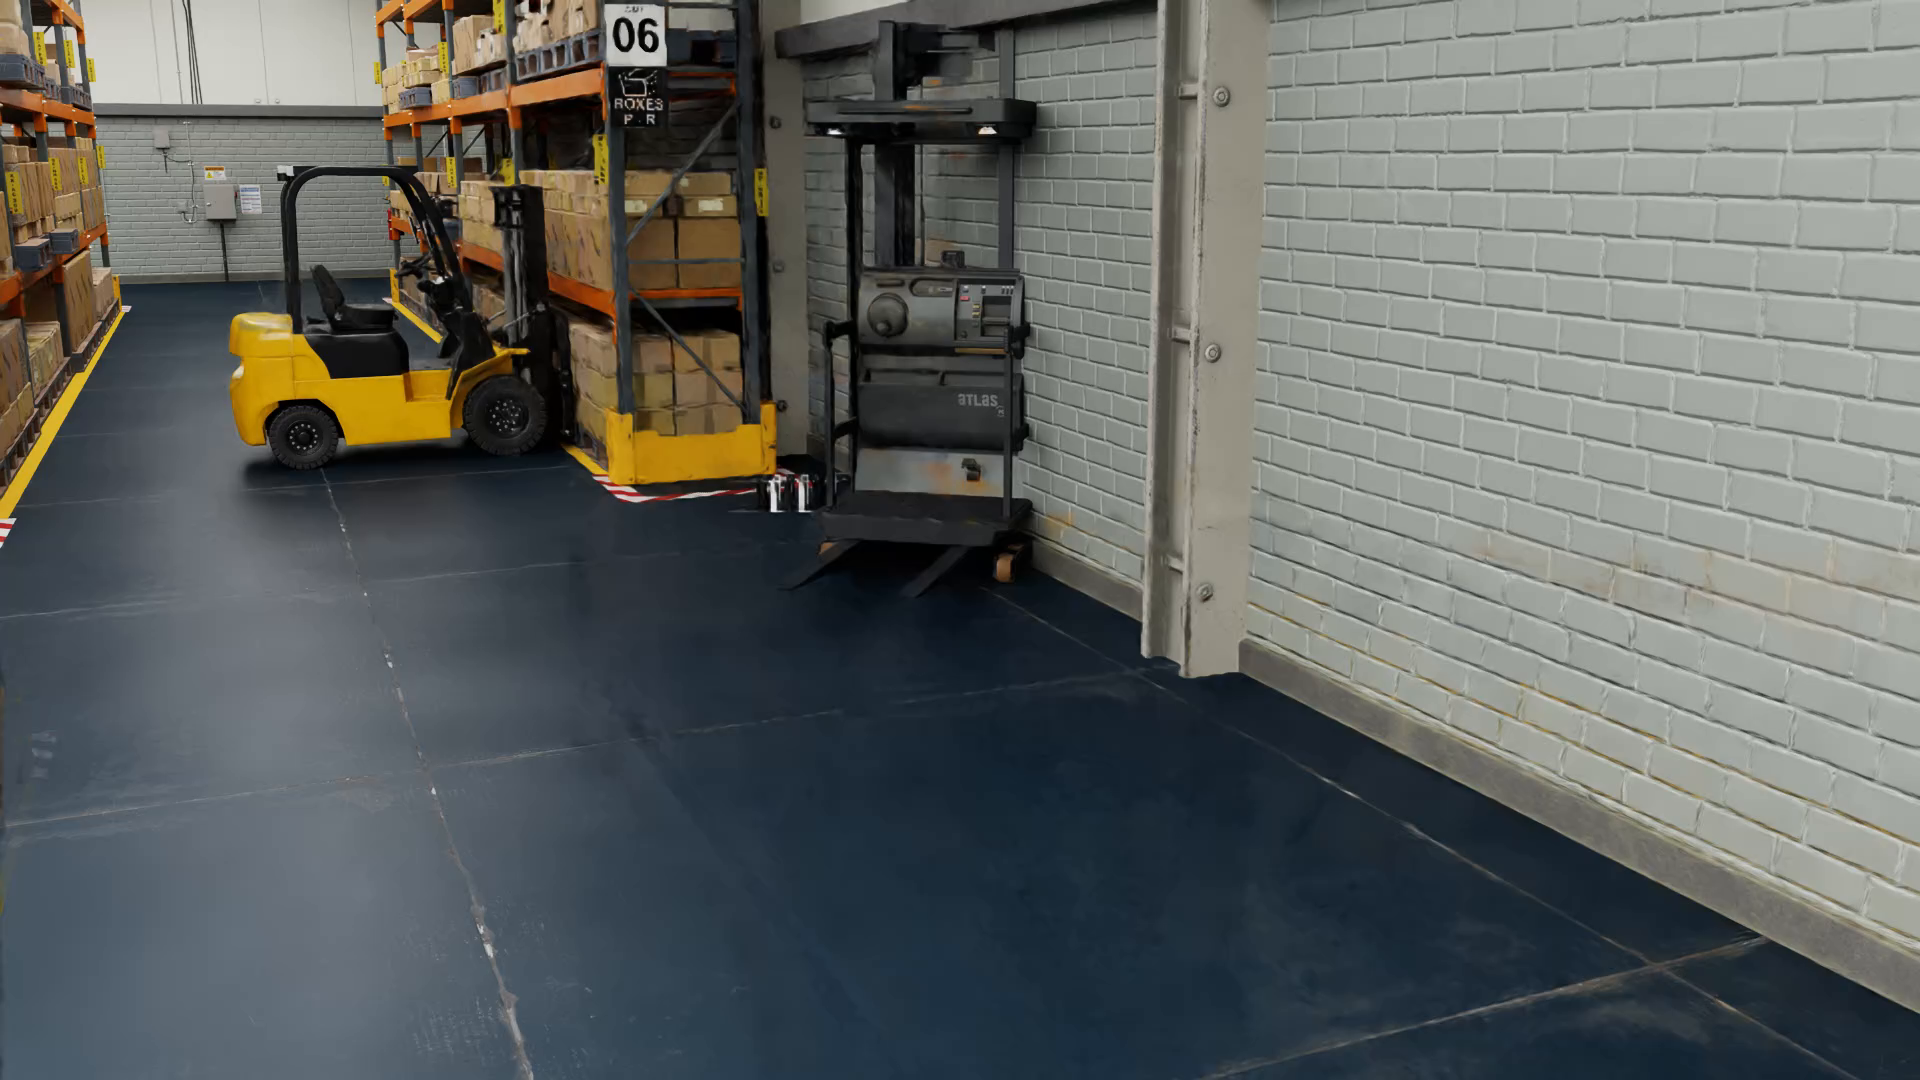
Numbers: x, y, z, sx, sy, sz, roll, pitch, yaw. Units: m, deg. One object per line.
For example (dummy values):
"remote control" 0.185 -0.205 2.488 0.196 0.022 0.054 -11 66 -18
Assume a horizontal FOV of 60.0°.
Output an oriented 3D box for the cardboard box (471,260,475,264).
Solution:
"cardboard box" -6.300 -3.657 22.191 0.380 0.149 0.250 -6 14 -25

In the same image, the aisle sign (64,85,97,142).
"aisle sign" -12.605 -6.091 23.768 0.394 0.787 0.004 -6 14 -23

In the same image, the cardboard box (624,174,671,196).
"cardboard box" -2.241 -2.489 11.653 0.380 0.149 0.250 -6 14 -23

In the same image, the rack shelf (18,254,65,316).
"rack shelf" -8.855 -2.365 15.030 1.077 0.370 4.000 -6 14 -23

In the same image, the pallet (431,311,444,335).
"pallet" -6.351 -2.881 21.849 1.003 0.211 1.213 -6 14 -23

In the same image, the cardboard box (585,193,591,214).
"cardboard box" -2.567 -2.497 12.347 0.380 0.149 0.250 -6 14 -23

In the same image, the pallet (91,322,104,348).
"pallet" -10.880 -2.444 19.960 1.003 0.211 1.213 -6 14 -23

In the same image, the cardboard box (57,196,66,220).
"cardboard box" -9.839 -3.533 17.705 0.500 0.250 0.500 -5 14 -22

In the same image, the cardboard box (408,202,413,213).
"cardboard box" -7.354 -4.661 23.030 0.500 0.250 0.500 -6 14 -23

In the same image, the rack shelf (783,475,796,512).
"rack shelf" -1.078 -0.303 10.698 0.077 0.200 0.258 0 13 2

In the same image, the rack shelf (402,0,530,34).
"rack shelf" -5.911 -6.368 19.910 1.077 0.370 4.000 -6 14 -23

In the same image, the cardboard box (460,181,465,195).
"cardboard box" -5.252 -3.850 18.191 0.380 0.149 0.250 -5 14 -21

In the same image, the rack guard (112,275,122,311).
"rack guard" -12.870 -3.568 24.179 1.175 0.500 0.348 -6 14 -23

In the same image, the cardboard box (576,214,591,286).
"cardboard box" -2.542 -2.159 12.326 0.500 0.500 0.500 -5 14 -21

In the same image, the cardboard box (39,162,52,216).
"cardboard box" -9.002 -3.352 15.888 0.500 0.500 0.500 -6 14 -24

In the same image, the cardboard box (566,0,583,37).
"cardboard box" -2.617 -3.770 11.999 0.396 0.266 0.258 -6 14 -23

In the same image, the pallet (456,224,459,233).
"pallet" -5.893 -3.885 20.431 1.003 0.211 1.213 -6 14 -23

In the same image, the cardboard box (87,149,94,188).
"cardboard box" -11.818 -4.927 22.067 0.500 0.500 0.500 -6 14 -23

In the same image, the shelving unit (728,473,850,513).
"shelving unit" -1.022 -0.303 10.696 0.900 0.210 0.258 0 13 2

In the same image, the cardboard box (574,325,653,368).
"cardboard box" -2.585 -1.449 12.426 0.500 0.250 0.500 -5 14 -22

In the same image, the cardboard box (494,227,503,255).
"cardboard box" -4.155 -2.862 15.915 0.500 0.250 0.500 -6 14 -23

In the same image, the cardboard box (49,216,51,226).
"cardboard box" -8.900 -3.015 15.868 0.380 0.149 0.250 -6 14 -26

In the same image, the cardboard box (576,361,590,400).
"cardboard box" -2.577 -1.210 12.504 0.500 0.250 0.500 -6 14 -24

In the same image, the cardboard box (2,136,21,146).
"cardboard box" -11.673 -4.842 20.259 0.380 0.149 0.250 -6 14 -24

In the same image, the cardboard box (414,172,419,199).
"cardboard box" -6.723 -4.537 21.668 0.700 0.500 0.500 -5 14 -22

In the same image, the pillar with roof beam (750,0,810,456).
"pillar with roof beam" -5.302 -4.684 10.150 9.100 9.000 0.400 -6 14 -23

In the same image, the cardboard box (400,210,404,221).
"cardboard box" -7.963 -4.745 24.275 0.380 0.149 0.250 -6 14 -25

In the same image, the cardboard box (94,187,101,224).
"cardboard box" -12.023 -4.544 22.628 0.500 0.500 0.500 -5 14 -21

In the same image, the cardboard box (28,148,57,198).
"cardboard box" -9.630 -3.788 17.146 0.500 0.500 0.500 -6 14 -25

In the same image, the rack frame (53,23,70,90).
"rack frame" -11.258 -6.878 19.629 1.000 3.000 0.127 -6 14 -23

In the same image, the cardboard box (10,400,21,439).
"cardboard box" -7.149 -0.855 12.076 0.500 0.250 0.500 -5 14 -22

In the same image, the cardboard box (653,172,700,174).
"cardboard box" -2.122 -2.686 12.502 0.380 0.149 0.250 -6 14 -23

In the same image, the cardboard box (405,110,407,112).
"cardboard box" -7.416 -5.949 22.825 0.380 0.149 0.250 -6 14 -23

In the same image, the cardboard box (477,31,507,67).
"cardboard box" -4.328 -4.708 15.954 0.500 0.311 0.500 -6 14 -25

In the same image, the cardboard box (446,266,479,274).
"cardboard box" -6.231 -3.344 20.842 0.380 0.149 0.250 -5 14 -21

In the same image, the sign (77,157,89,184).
"sign" -10.765 -4.531 20.404 0.100 0.325 0.005 -6 14 -23

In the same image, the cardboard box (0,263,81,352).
"cardboard box" -9.857 -2.448 17.576 0.875 0.875 0.875 -6 14 -23

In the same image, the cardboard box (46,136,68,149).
"cardboard box" -11.147 -4.895 20.491 0.380 0.149 0.250 -6 14 -24

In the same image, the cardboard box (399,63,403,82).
"cardboard box" -7.346 -6.367 22.640 0.500 0.250 0.500 -6 14 -24

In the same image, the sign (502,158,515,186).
"sign" -4.000 -3.226 14.762 0.100 0.325 0.005 -6 14 -23

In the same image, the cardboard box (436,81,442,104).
"cardboard box" -5.740 -5.154 19.165 0.500 0.250 0.500 -6 14 -23

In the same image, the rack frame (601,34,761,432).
"rack frame" -1.905 -1.925 11.533 1.000 3.000 0.127 -6 14 -23

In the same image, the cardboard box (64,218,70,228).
"cardboard box" -10.048 -3.393 18.208 0.500 0.250 0.500 -5 14 -21

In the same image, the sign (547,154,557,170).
"sign" -4.602 -4.192 18.764 0.100 0.325 0.005 -6 14 -23

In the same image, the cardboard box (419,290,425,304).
"cardboard box" -7.347 -3.439 23.208 0.396 0.266 0.258 -5 14 -21

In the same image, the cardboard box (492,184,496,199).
"cardboard box" -4.386 -3.428 16.367 0.380 0.149 0.250 -5 14 -22

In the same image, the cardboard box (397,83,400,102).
"cardboard box" -7.547 -6.227 23.145 0.500 0.250 0.500 -5 14 -22

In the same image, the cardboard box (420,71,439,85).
"cardboard box" -6.317 -5.583 20.093 0.380 0.149 0.250 -5 14 -22

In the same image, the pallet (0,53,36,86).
"pallet" -8.203 -3.809 13.439 1.213 0.211 1.003 -6 14 -23

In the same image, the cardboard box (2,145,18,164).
"cardboard box" -7.918 -3.145 13.556 0.380 0.149 0.250 -6 14 -23

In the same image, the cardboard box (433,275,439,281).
"cardboard box" -6.502 -3.161 21.489 0.500 0.500 0.500 -6 14 -24

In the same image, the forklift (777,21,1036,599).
"forklift" -0.159 -1.291 8.950 1.130 2.935 3.031 3 13 14

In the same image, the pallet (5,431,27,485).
"pallet" -7.260 -0.555 11.802 1.003 0.211 1.213 -6 14 -23

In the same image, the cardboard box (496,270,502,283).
"cardboard box" -5.461 -3.232 20.355 0.380 0.149 0.250 -6 14 -24
